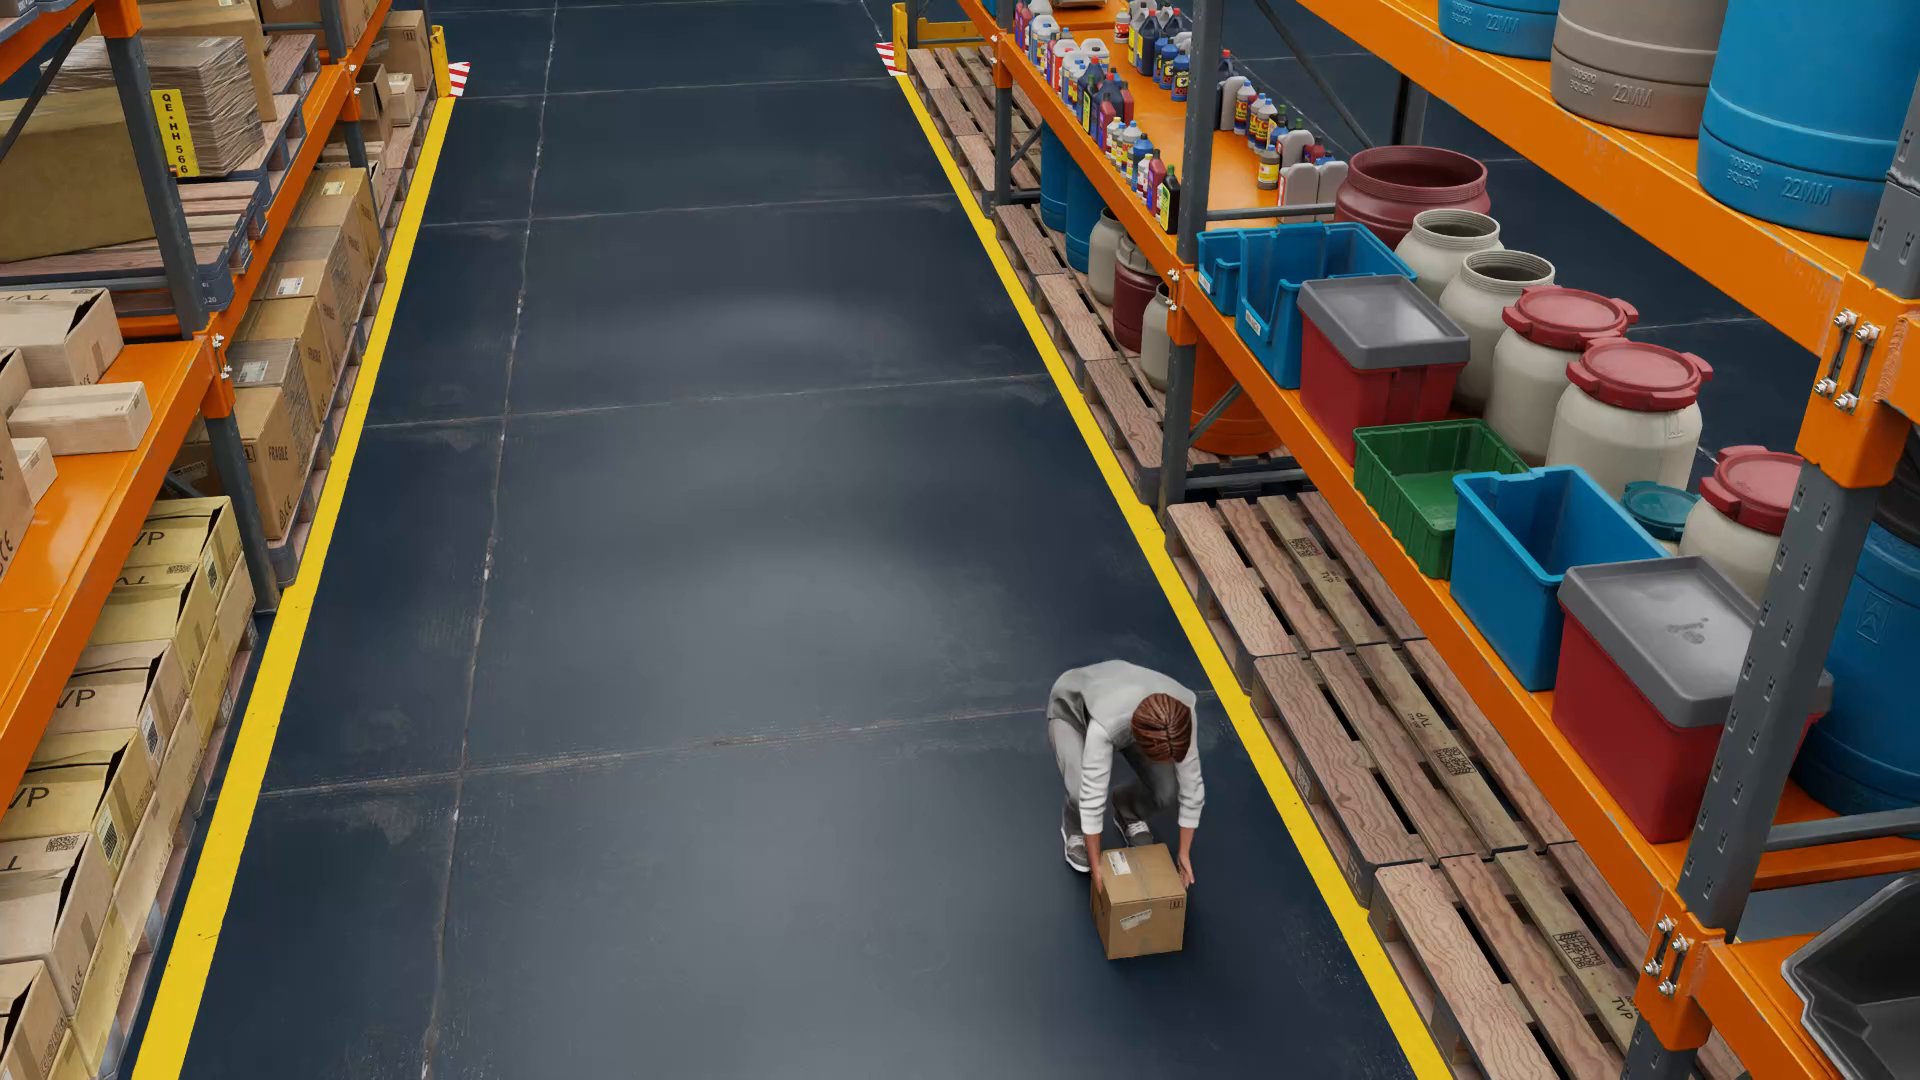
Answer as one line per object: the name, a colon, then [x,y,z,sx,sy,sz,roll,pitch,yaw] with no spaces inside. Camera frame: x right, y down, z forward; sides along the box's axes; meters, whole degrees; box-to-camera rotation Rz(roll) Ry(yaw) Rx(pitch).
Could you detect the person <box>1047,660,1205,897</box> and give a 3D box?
person: [0.549,0.743,5.609,0.441,0.879,0.794,-5,32,-9]
